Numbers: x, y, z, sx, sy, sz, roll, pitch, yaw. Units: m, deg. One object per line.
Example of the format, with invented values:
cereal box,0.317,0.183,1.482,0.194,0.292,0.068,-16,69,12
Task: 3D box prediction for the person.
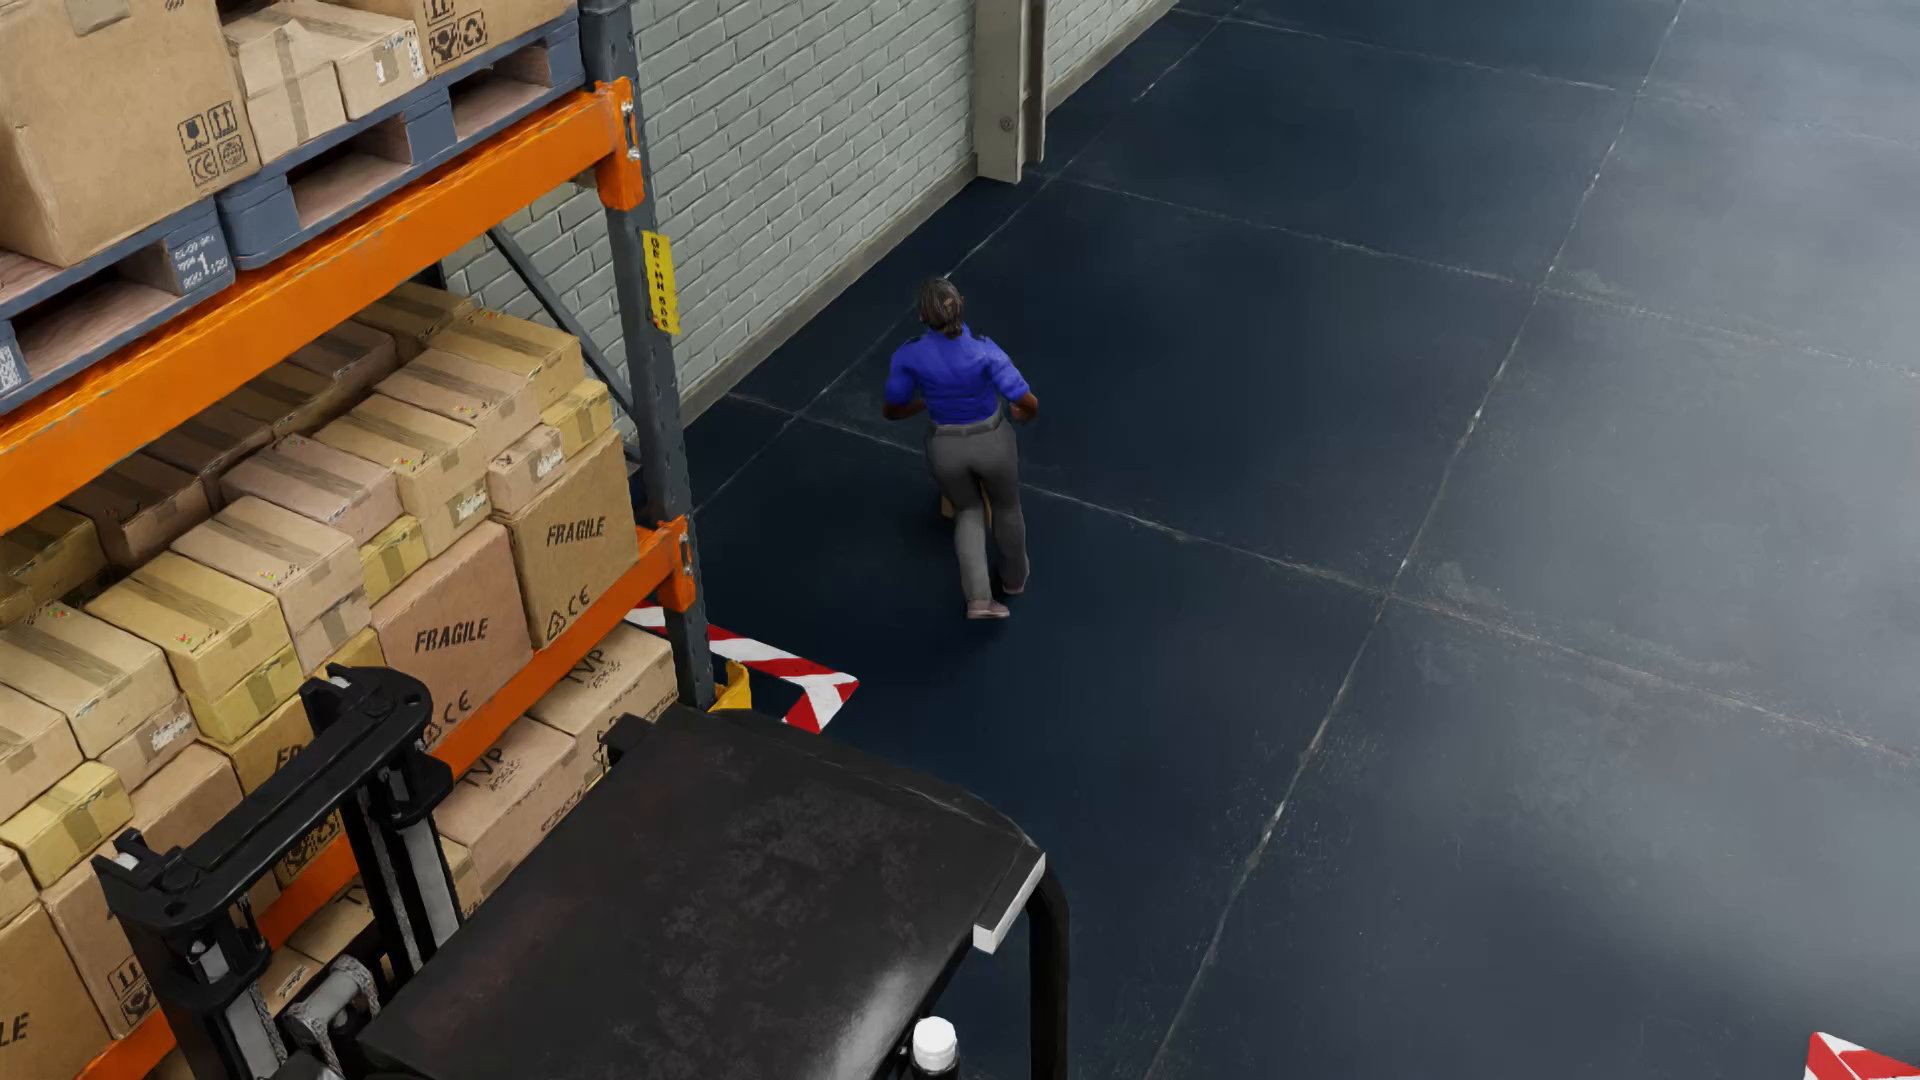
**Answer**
person,0.006,-0.375,6.665,0.610,1.613,0.656,3,38,4
